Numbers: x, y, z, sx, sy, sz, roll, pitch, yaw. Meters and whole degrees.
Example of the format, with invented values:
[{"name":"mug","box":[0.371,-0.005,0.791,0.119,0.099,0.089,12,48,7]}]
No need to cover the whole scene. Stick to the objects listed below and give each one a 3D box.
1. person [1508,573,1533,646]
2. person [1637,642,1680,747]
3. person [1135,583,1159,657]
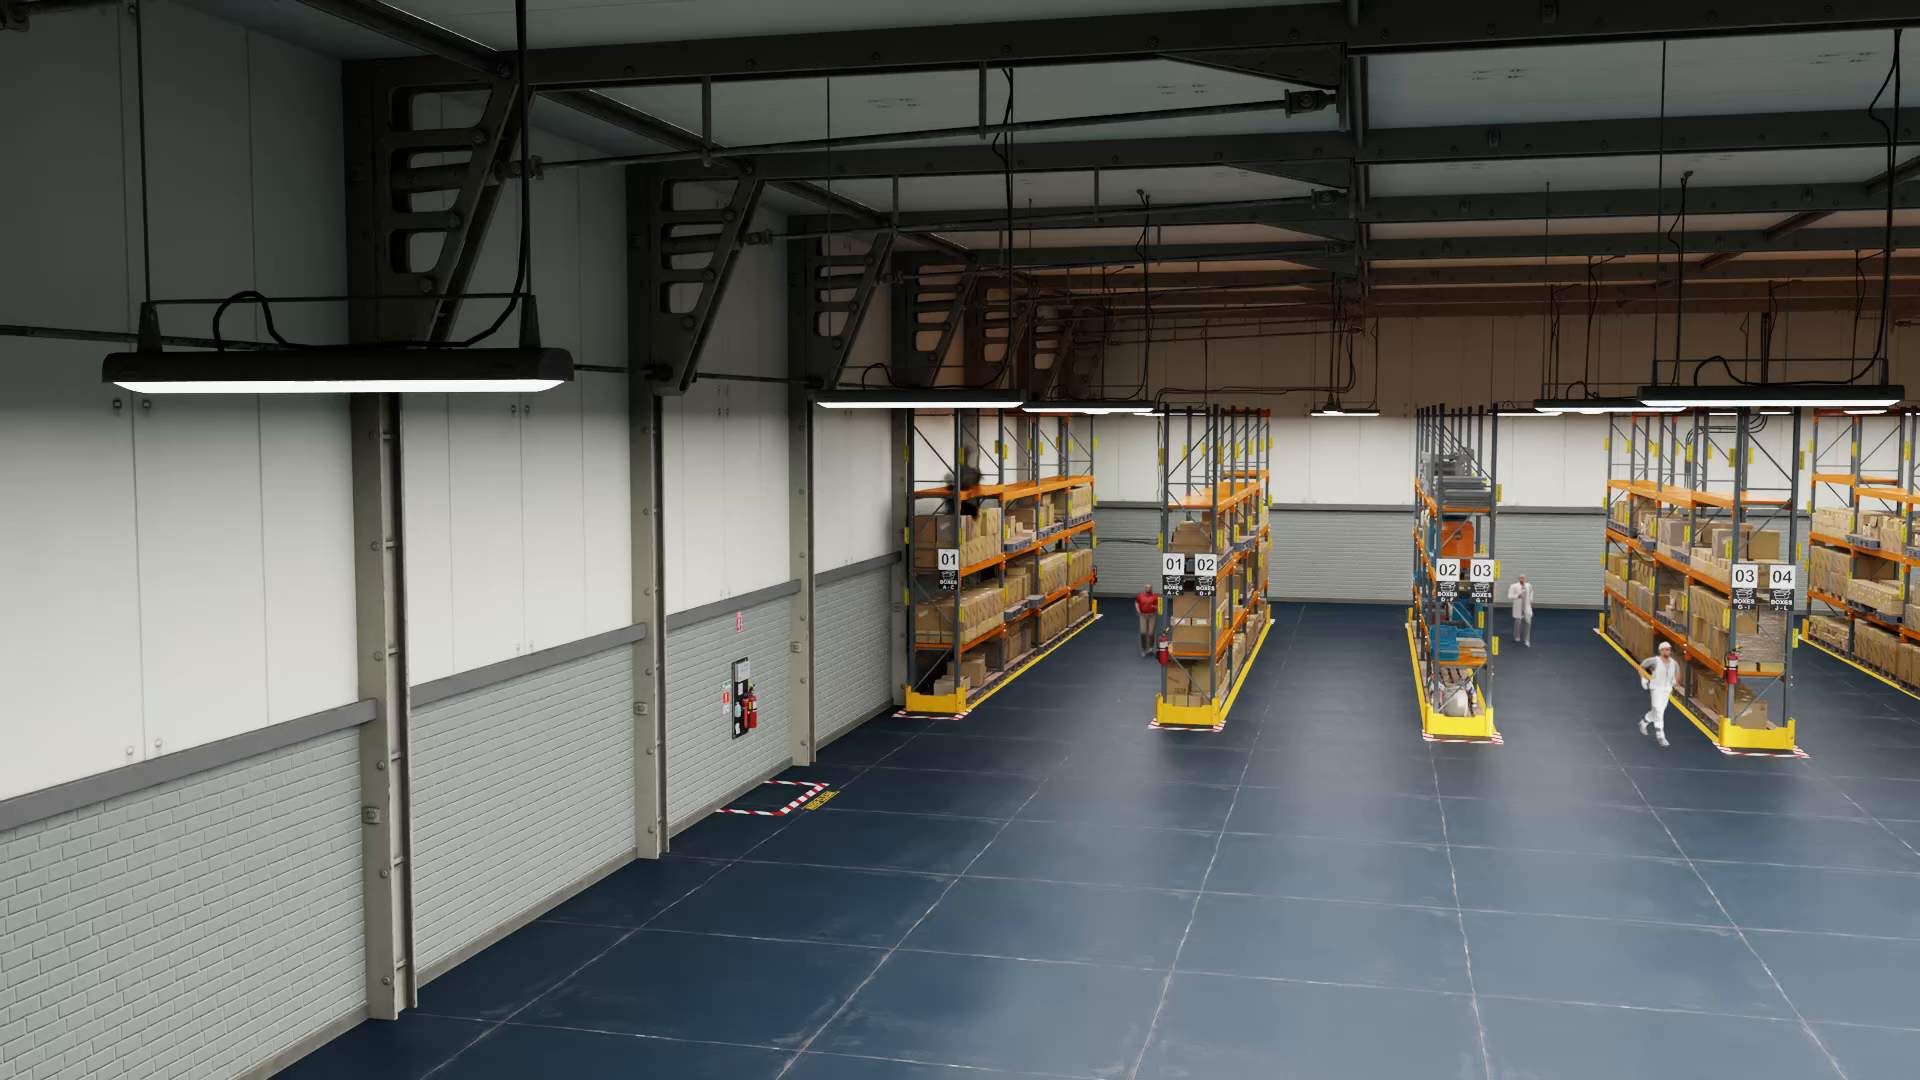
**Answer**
[{"name":"person","box":[14.255,1.768,42.242,0.687,1.851,0.868,0,4,4]},{"name":"person","box":[12.418,2.687,29.466,0.702,1.782,1.007,-1,4,-11]},{"name":"person","box":[4.551,1.984,40.271,0.641,1.729,0.730,1,4,9]}]
